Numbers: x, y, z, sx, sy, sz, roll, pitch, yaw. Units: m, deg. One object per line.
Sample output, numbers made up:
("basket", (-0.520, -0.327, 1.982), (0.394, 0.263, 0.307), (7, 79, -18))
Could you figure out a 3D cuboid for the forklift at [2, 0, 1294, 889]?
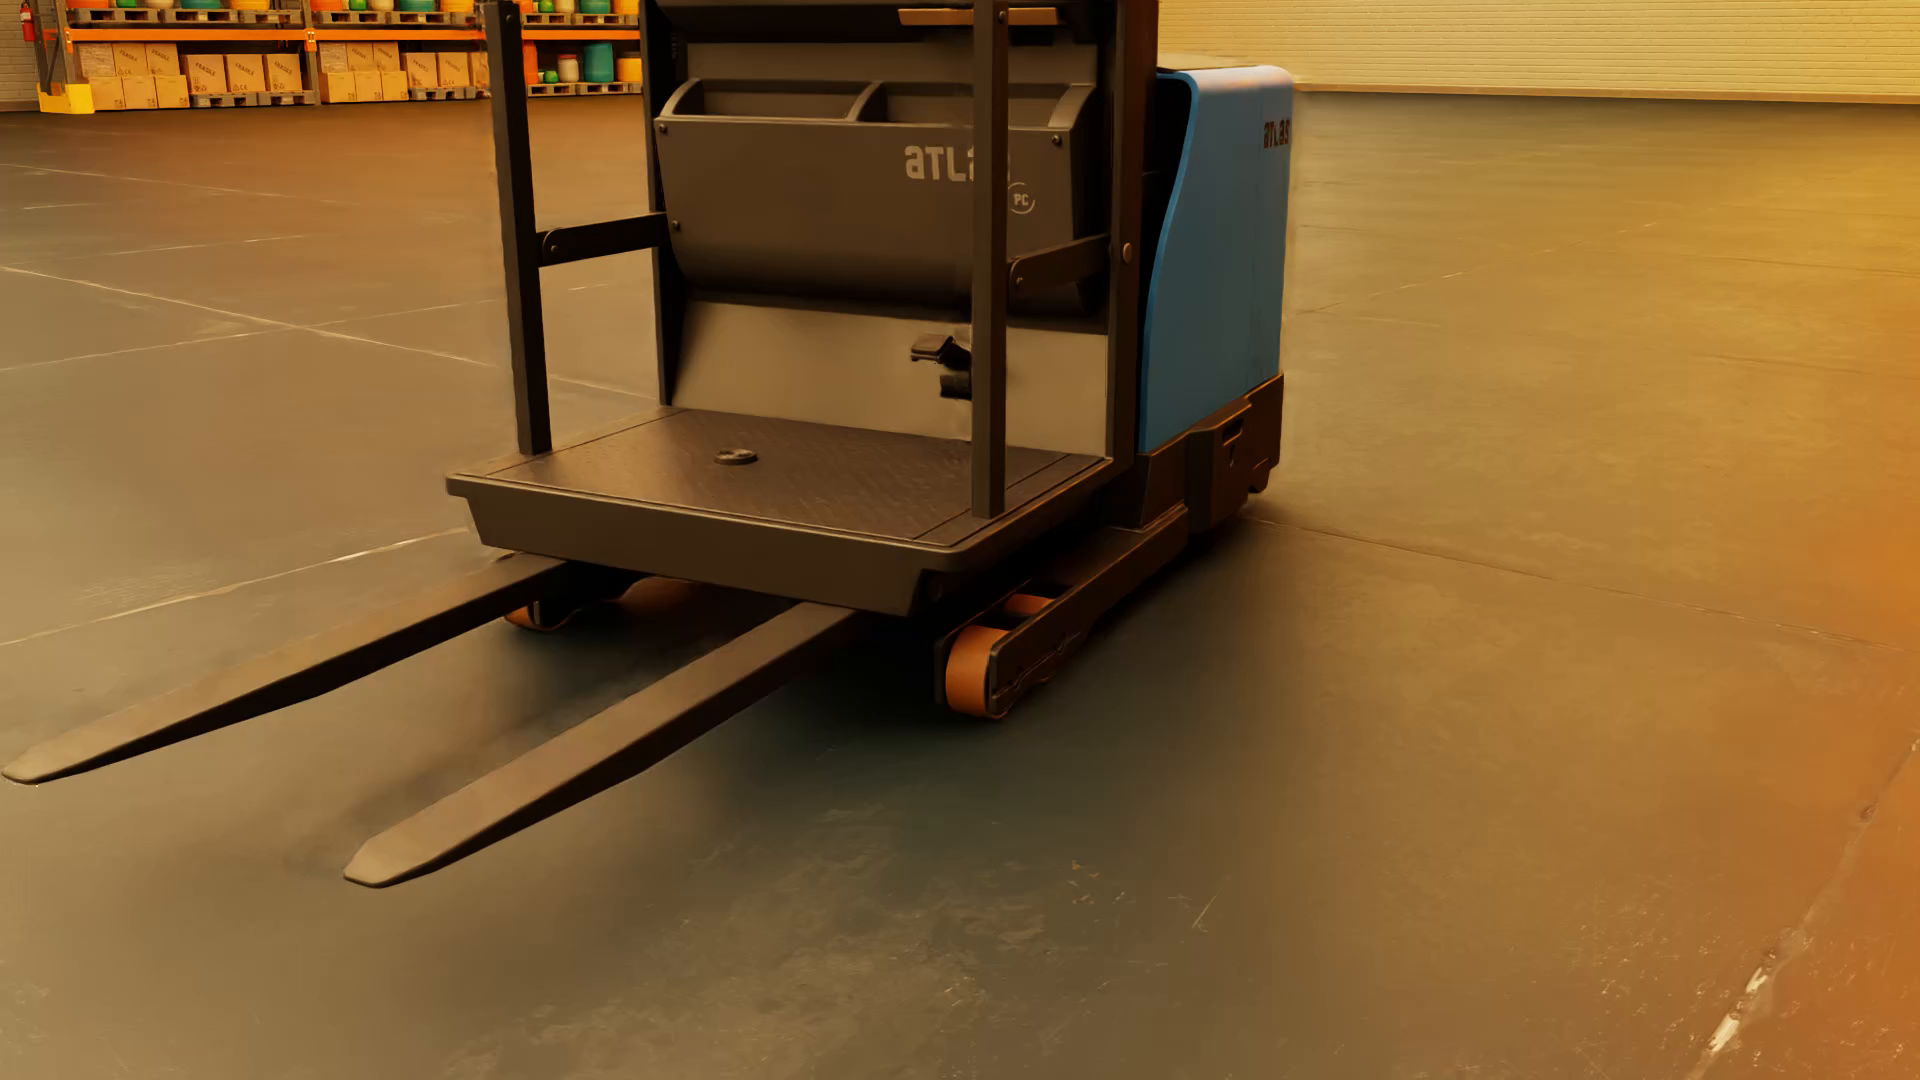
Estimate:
("forklift", (-0.275, -1.234, 2.960), (1.130, 2.935, 3.031), (8, 19, 26))
